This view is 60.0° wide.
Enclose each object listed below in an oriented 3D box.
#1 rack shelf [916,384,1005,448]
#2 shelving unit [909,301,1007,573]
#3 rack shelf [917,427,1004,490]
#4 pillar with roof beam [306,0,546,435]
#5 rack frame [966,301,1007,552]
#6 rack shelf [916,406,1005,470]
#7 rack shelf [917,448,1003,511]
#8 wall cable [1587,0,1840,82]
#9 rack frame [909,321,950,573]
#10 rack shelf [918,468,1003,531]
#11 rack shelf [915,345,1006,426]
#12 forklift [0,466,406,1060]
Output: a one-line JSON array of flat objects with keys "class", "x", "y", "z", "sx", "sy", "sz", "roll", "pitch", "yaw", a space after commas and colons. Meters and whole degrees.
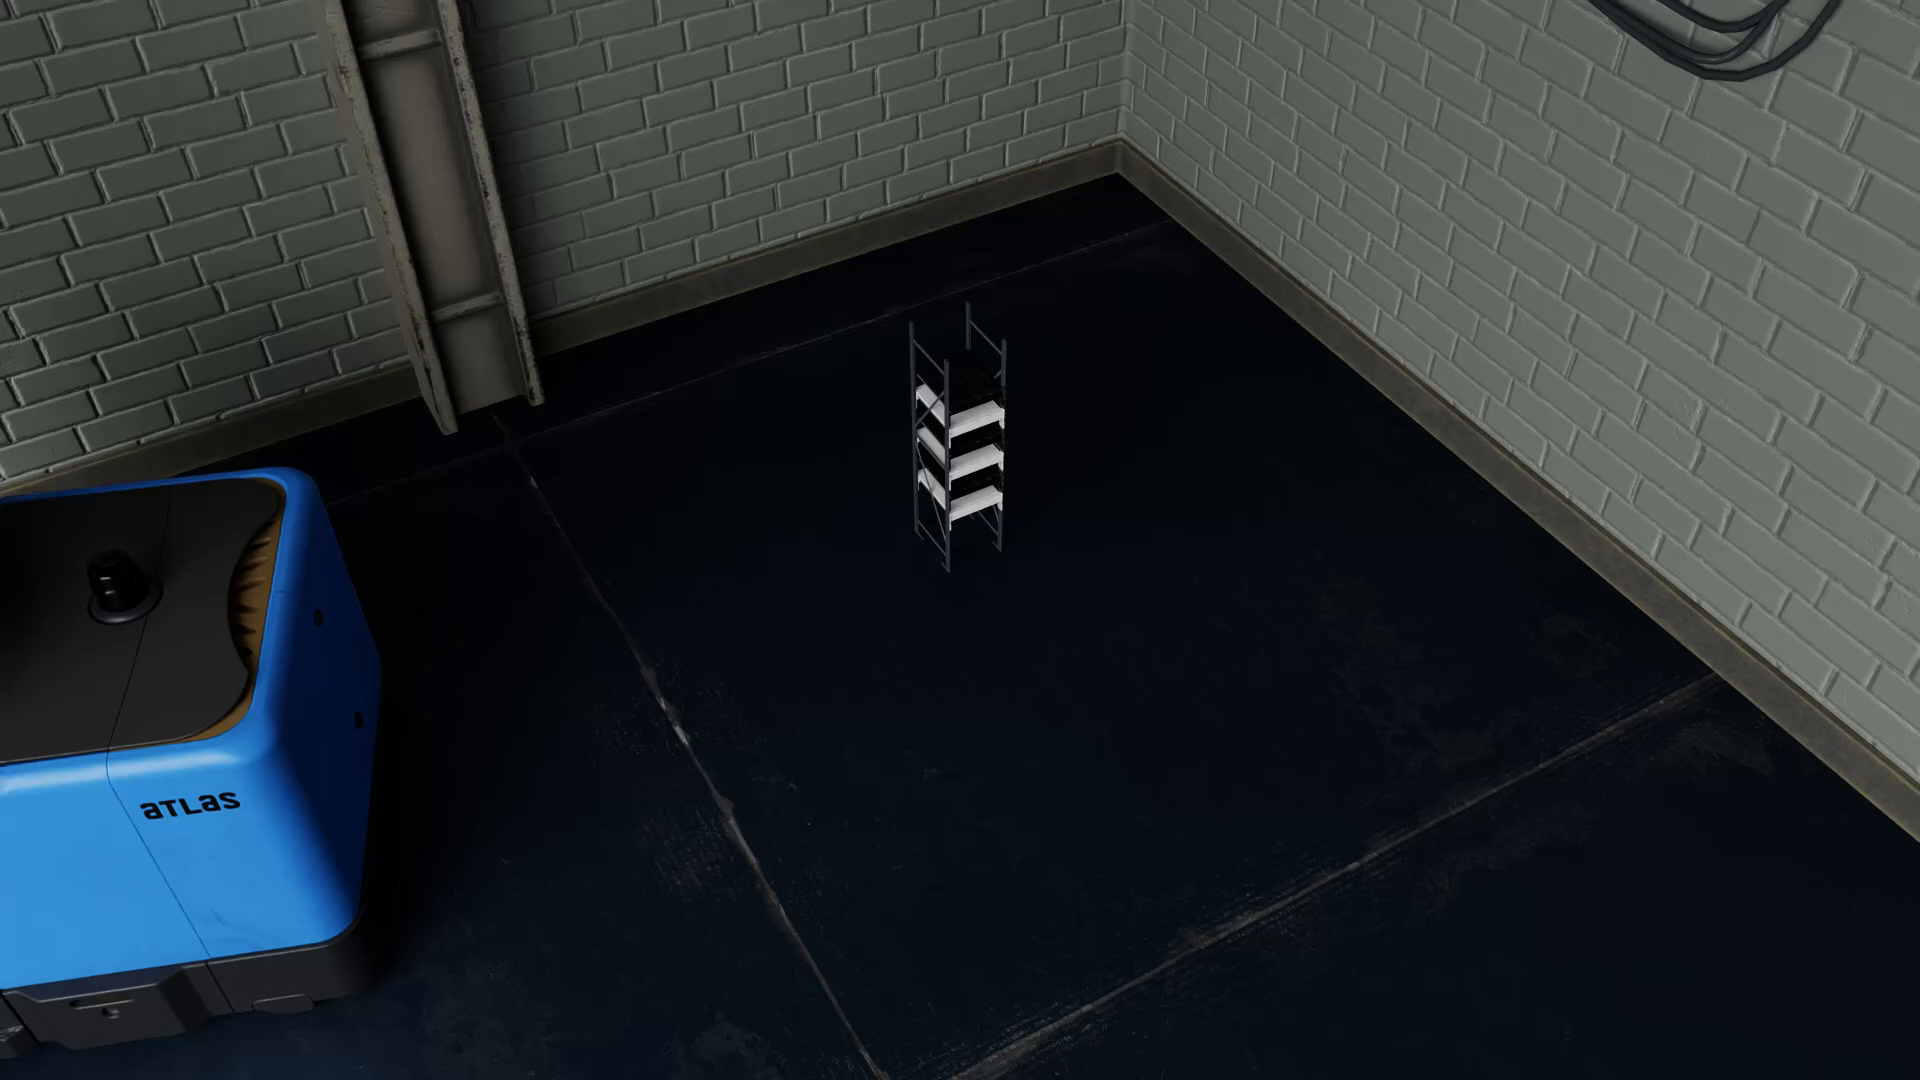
[{"class": "rack shelf", "x": -0.007, "y": -0.425, "z": 5.332, "sx": 0.200, "sy": 0.077, "sz": 0.258, "roll": -22, "pitch": 48, "yaw": -21}, {"class": "shelving unit", "x": -0.007, "y": -0.320, "z": 5.434, "sx": 0.210, "sy": 0.900, "sz": 0.258, "roll": -22, "pitch": 48, "yaw": -21}, {"class": "rack shelf", "x": -0.007, "y": -0.296, "z": 5.457, "sx": 0.200, "sy": 0.077, "sz": 0.258, "roll": -22, "pitch": 48, "yaw": -21}, {"class": "pillar with roof beam", "x": 0.333, "y": -1.177, "z": 0.501, "sx": 0.400, "sy": 9.000, "sz": 9.100, "roll": -22, "pitch": 48, "yaw": -21}, {"class": "rack frame", "x": 0.081, "y": -0.355, "z": 5.470, "sx": 0.006, "sy": 0.900, "sz": 0.240, "roll": -22, "pitch": 48, "yaw": -21}, {"class": "rack shelf", "x": -0.007, "y": -0.361, "z": 5.394, "sx": 0.200, "sy": 0.077, "sz": 0.258, "roll": -22, "pitch": 48, "yaw": -21}, {"class": "rack shelf", "x": -0.007, "y": -0.232, "z": 5.520, "sx": 0.200, "sy": 0.077, "sz": 0.258, "roll": -22, "pitch": 48, "yaw": -21}, {"class": "wall cable", "x": 1.402, "y": -2.886, "z": 4.492, "sx": 0.112, "sy": 2.526, "sz": 3.097, "roll": -22, "pitch": 48, "yaw": -21}, {"class": "rack frame", "x": -0.095, "y": -0.285, "z": 5.397, "sx": 0.006, "sy": 0.900, "sz": 0.240, "roll": -22, "pitch": 48, "yaw": -21}, {"class": "rack shelf", "x": -0.007, "y": -0.167, "z": 5.582, "sx": 0.200, "sy": 0.077, "sz": 0.258, "roll": -22, "pitch": 48, "yaw": -21}, {"class": "rack shelf", "x": -0.007, "y": -0.490, "z": 5.269, "sx": 0.200, "sy": 0.077, "sz": 0.258, "roll": -22, "pitch": 48, "yaw": -21}, {"class": "forklift", "x": -3.112, "y": 0.020, "z": 3.625, "sx": 3.031, "sy": 2.935, "sz": 1.130, "roll": -7, "pitch": 45, "yaw": -7}]
